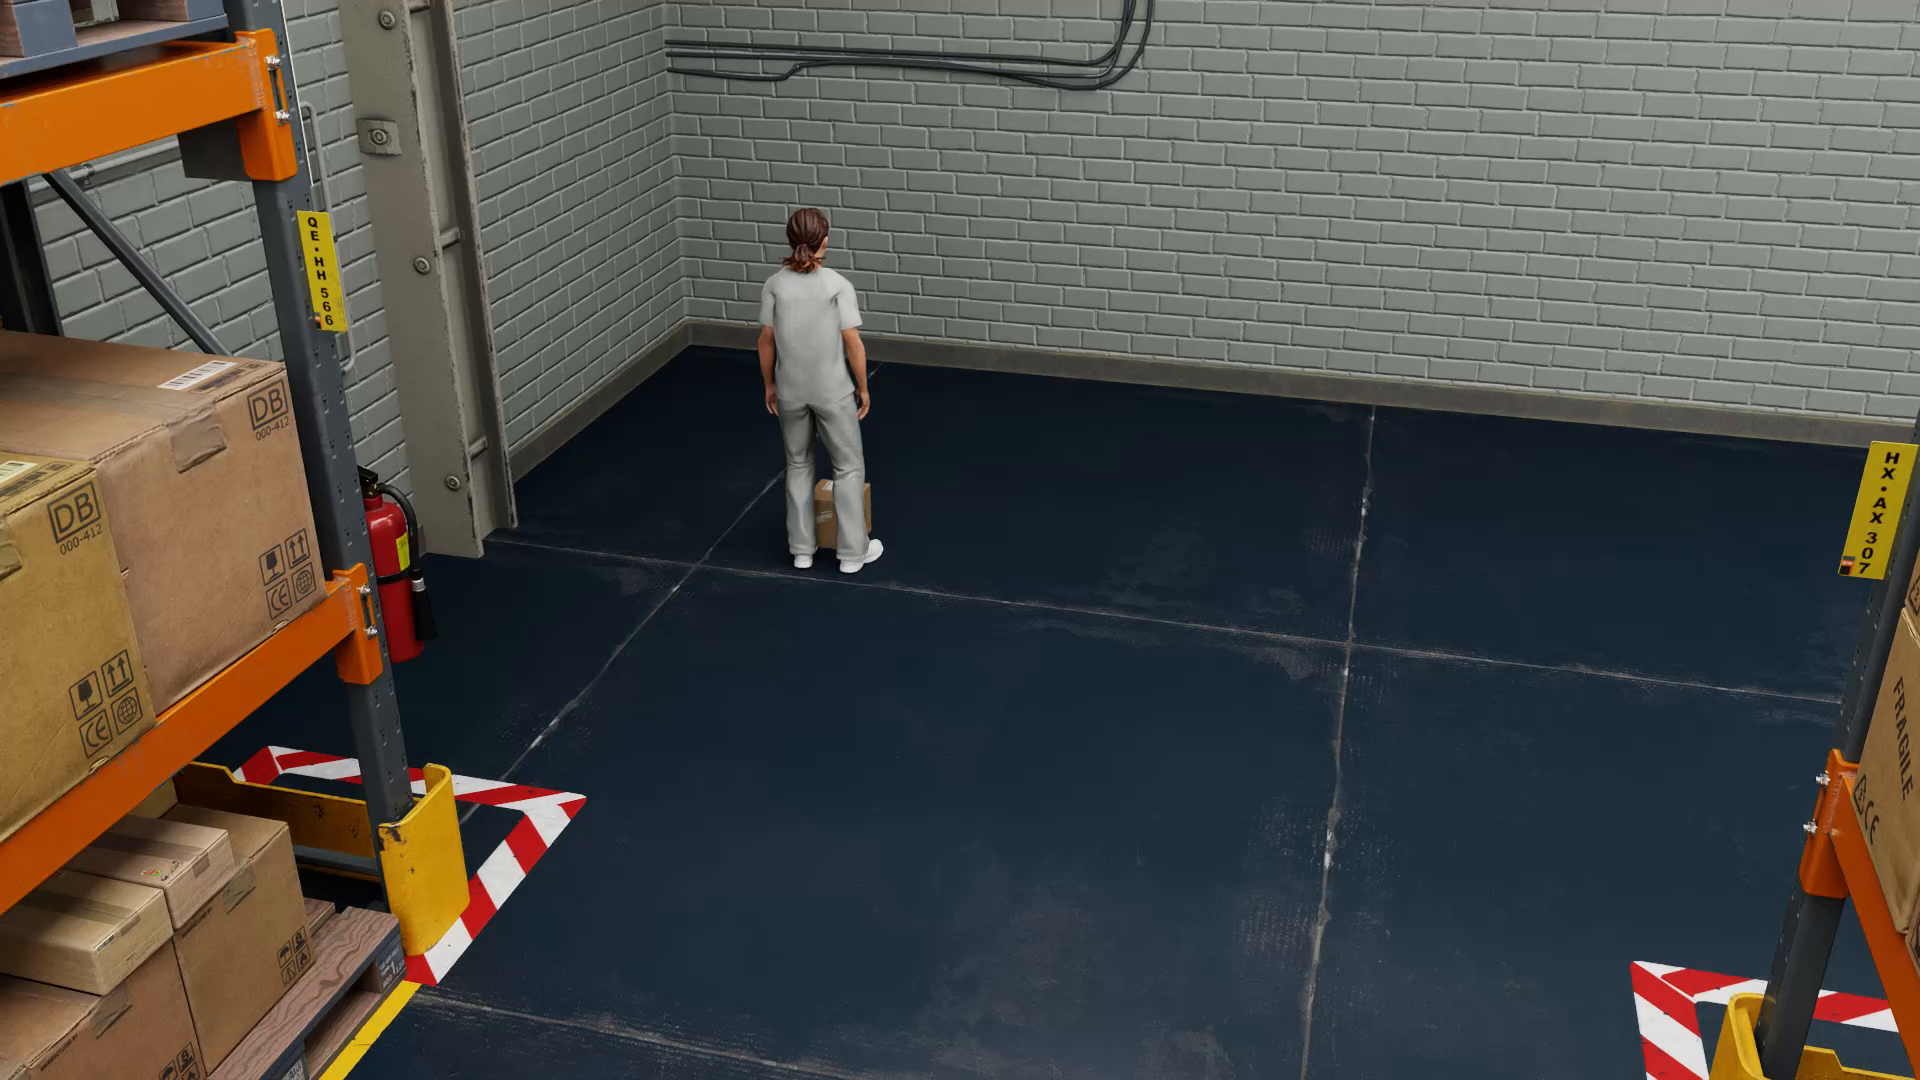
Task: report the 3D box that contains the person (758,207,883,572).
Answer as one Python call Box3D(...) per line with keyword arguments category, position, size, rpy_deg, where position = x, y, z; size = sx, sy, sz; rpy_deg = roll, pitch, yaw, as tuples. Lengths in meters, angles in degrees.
Box3D(category="person", position=(-0.641, -0.660, 7.500), size=(0.513, 1.671, 0.364), rpy_deg=(5, 26, 10))
